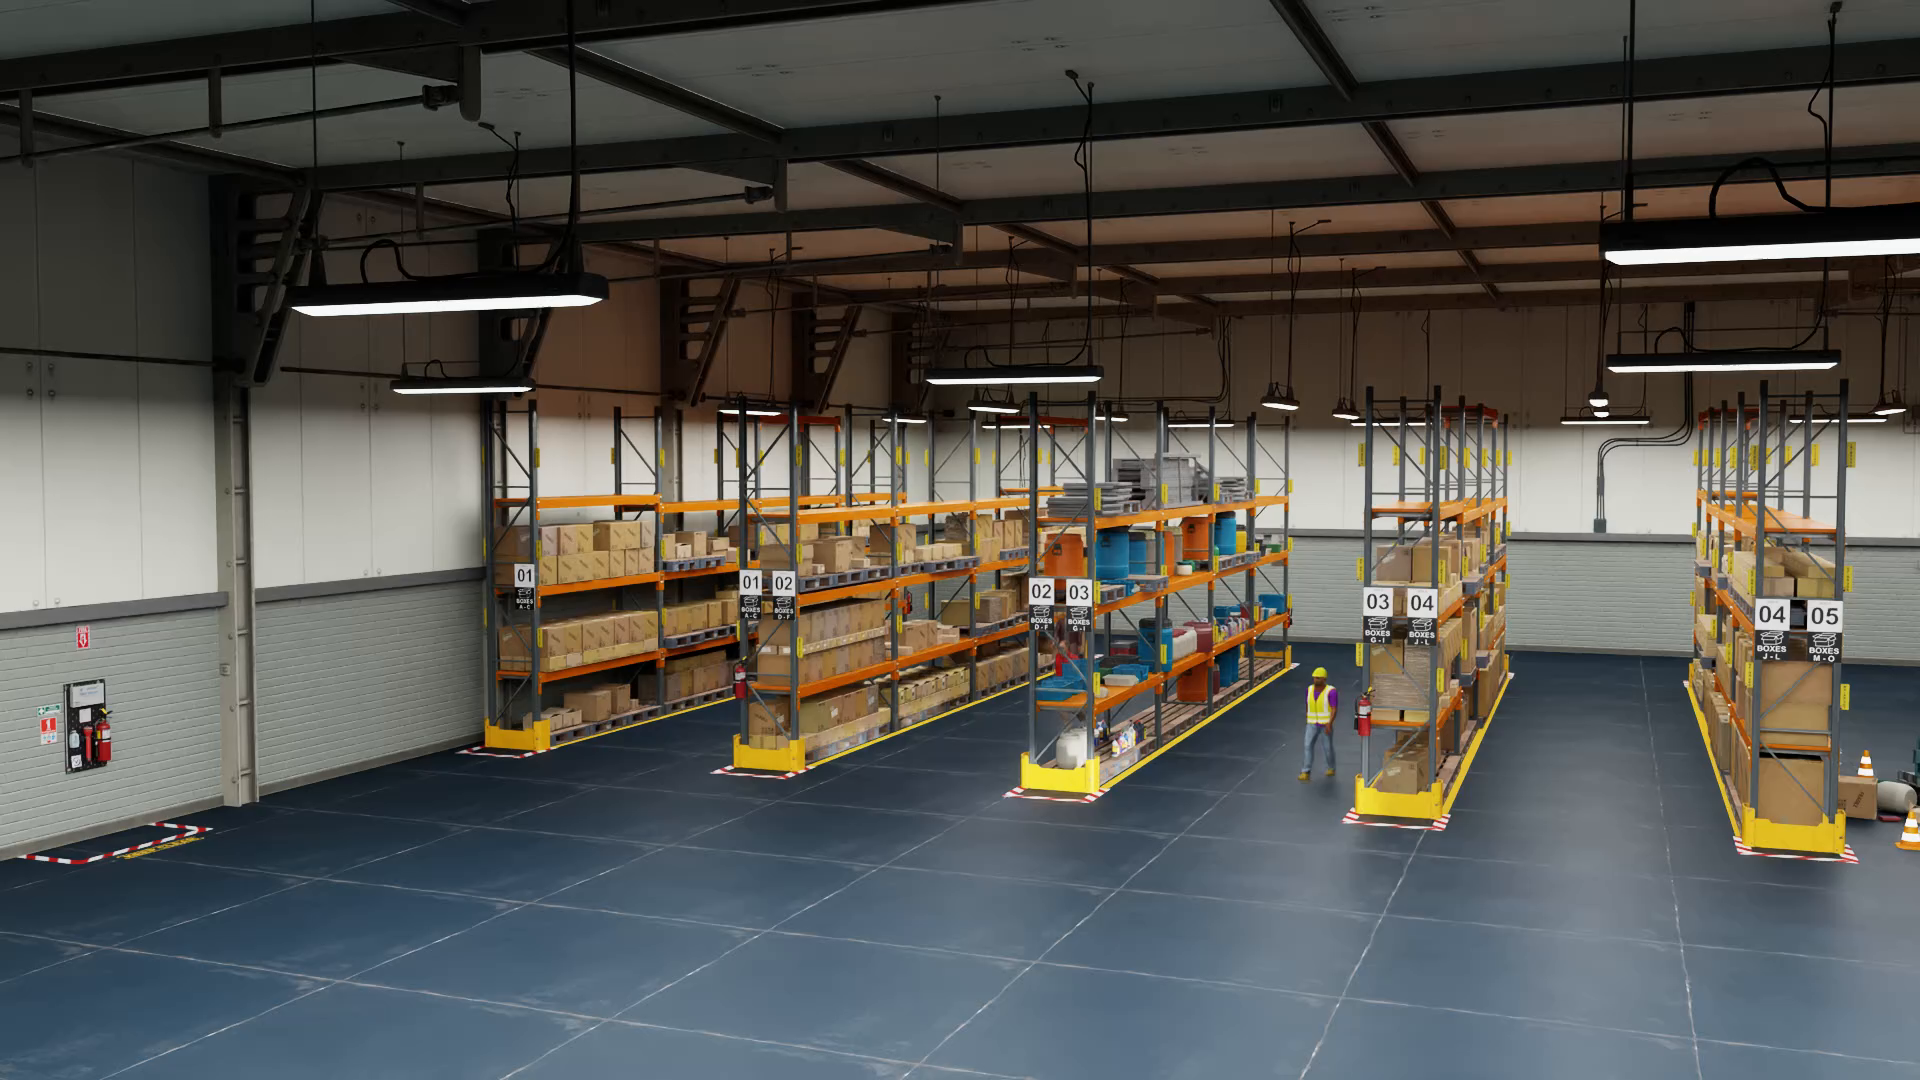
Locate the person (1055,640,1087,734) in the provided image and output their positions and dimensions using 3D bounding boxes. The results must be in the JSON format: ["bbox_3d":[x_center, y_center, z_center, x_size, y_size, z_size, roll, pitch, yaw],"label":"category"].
[{"bbox_3d":[2.029,2.662,30.300,0.600,1.708,0.625,2,4,39],"label":"person"}]

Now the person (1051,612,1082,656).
[{"bbox_3d":[2.336,2.312,36.479,0.639,1.712,1.128,1,3,17],"label":"person"}]

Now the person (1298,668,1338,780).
[{"bbox_3d":[5.609,2.841,25.861,0.582,1.705,0.829,2,3,34],"label":"person"}]
